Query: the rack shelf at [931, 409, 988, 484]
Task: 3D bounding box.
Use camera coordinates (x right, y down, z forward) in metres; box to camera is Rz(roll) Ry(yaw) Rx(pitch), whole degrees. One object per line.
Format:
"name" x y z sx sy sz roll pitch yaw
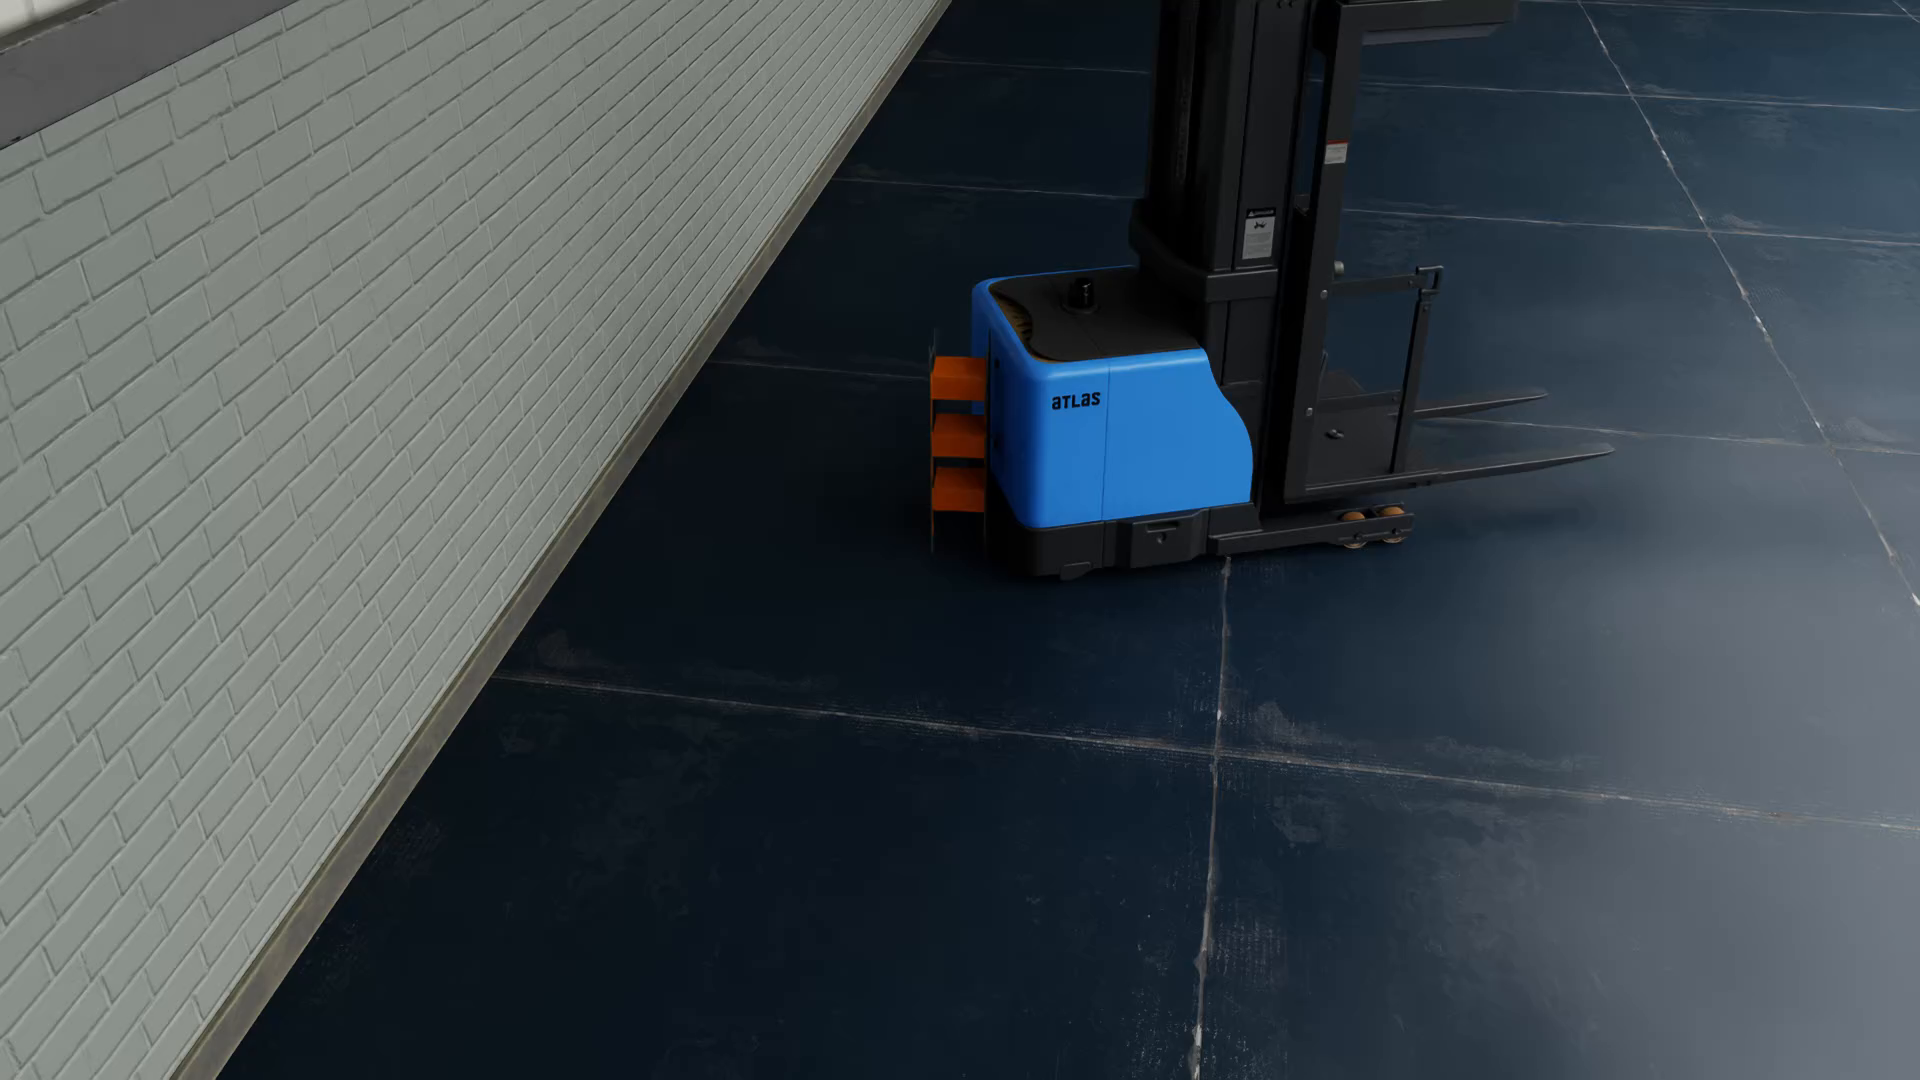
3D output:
"rack shelf" 0.001 -0.418 7.448 0.240 0.259 0.215 3 32 4

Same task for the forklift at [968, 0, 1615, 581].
"forklift" 1.614 -1.468 7.333 3.031 2.935 1.130 -7 33 -12

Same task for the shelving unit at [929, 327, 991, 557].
"shelving unit" 0.001 -0.427 7.442 0.252 1.050 0.215 3 32 4

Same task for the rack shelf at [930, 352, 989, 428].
"rack shelf" 0.001 -0.658 7.297 0.240 0.259 0.215 3 32 4

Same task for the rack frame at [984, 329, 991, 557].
"rack frame" 0.123 -0.421 7.433 0.008 1.050 0.200 3 32 4

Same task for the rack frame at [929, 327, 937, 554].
"rack frame" -0.121 -0.432 7.451 0.008 1.050 0.200 3 32 4

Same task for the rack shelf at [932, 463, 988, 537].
"rack shelf" 0.001 -0.182 7.595 0.240 0.259 0.215 3 32 4
